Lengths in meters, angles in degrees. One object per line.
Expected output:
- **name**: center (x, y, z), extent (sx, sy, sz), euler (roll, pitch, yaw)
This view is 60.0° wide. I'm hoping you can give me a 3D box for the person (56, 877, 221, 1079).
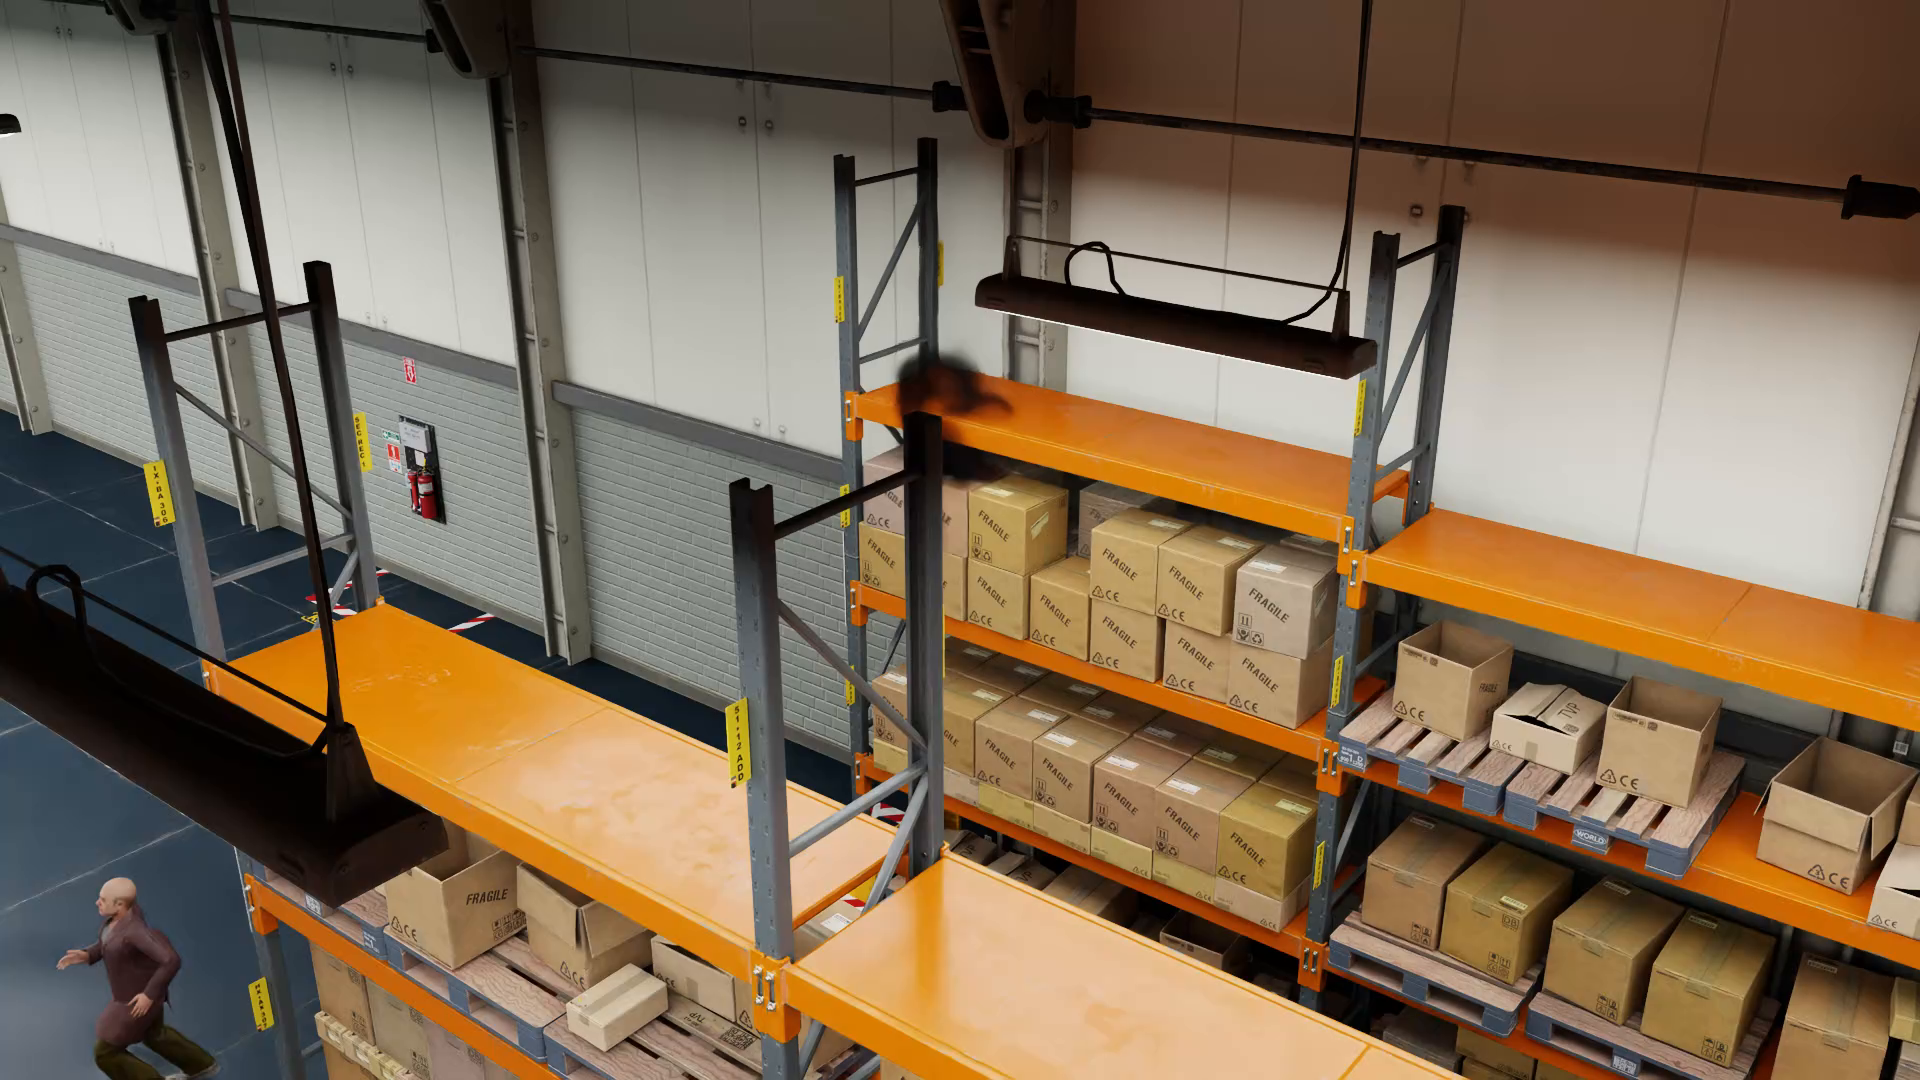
- **person**: center (-5.322, 2.972, 10.737), extent (0.785, 1.813, 0.711), euler (-10, 25, -23)
